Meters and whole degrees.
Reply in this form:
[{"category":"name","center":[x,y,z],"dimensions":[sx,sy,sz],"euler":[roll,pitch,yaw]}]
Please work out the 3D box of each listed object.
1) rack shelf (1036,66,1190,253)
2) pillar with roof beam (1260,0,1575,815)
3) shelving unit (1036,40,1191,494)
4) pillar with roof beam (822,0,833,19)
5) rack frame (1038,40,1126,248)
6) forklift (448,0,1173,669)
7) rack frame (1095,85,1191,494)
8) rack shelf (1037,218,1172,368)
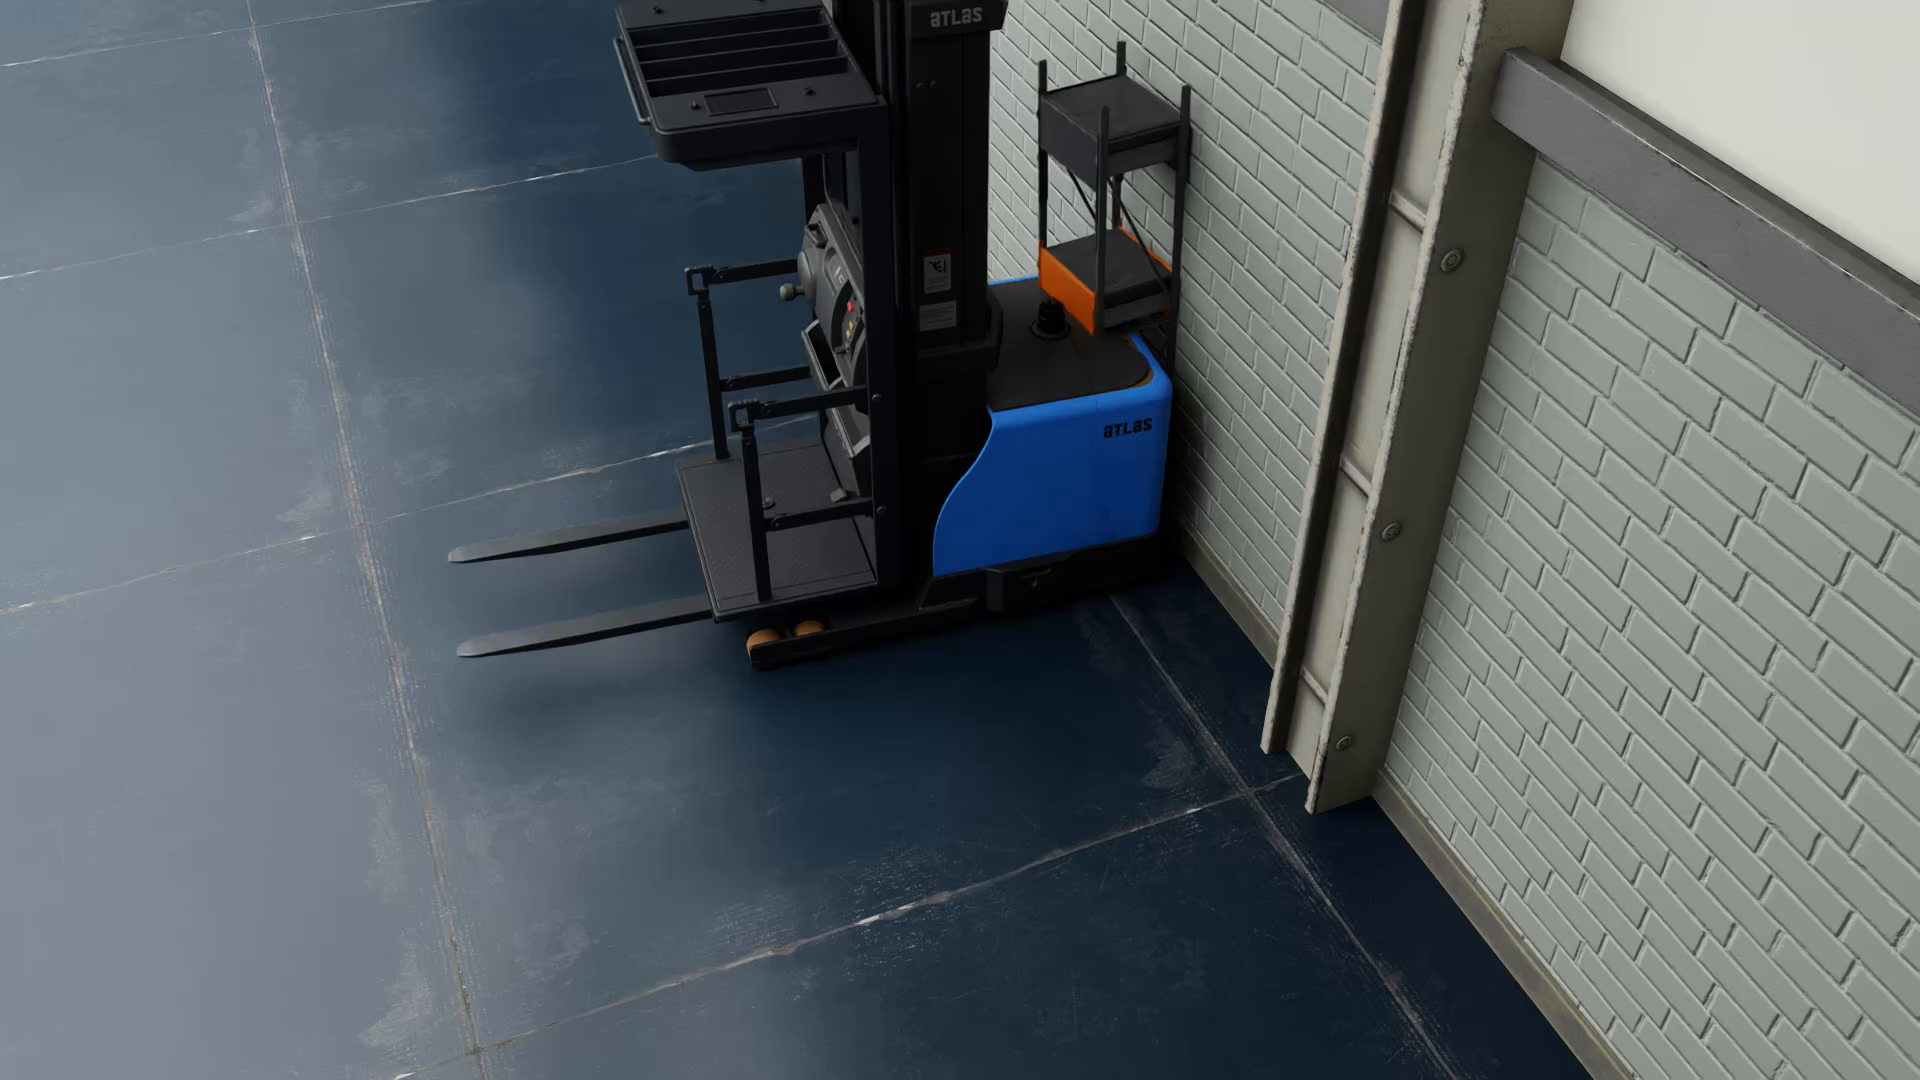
[{"category":"rack shelf","center":[0.614,-1.553,6.763],"dimensions":[0.431,0.518,0.480],"euler":[-19,42,-19]},{"category":"pillar with roof beam","center":[-2.552,-1.430,2.430],"dimensions":[9.100,9.000,0.400],"euler":[-15,43,-17]},{"category":"shelving unit","center":[0.637,-1.025,7.200],"dimensions":[0.431,2.100,0.503],"euler":[-19,42,-19]},{"category":"pillar with roof beam","center":[-4.847,-5.045,6.633],"dimensions":[9.100,9.000,0.400],"euler":[-15,43,-17]},{"category":"rack frame","center":[0.528,-1.161,7.371],"dimensions":[0.400,2.100,0.015],"euler":[-19,42,-19]},{"category":"forklift","center":[-0.689,-0.956,6.532],"dimensions":[3.031,2.935,1.130],"euler":[-11,42,-12]},{"category":"rack frame","center":[0.746,-0.888,7.030],"dimensions":[0.400,2.100,0.015],"euler":[-19,42,-19]},{"category":"rack shelf","center":[0.637,-1.014,7.209],"dimensions":[0.431,0.518,0.480],"euler":[-19,42,-19]}]
